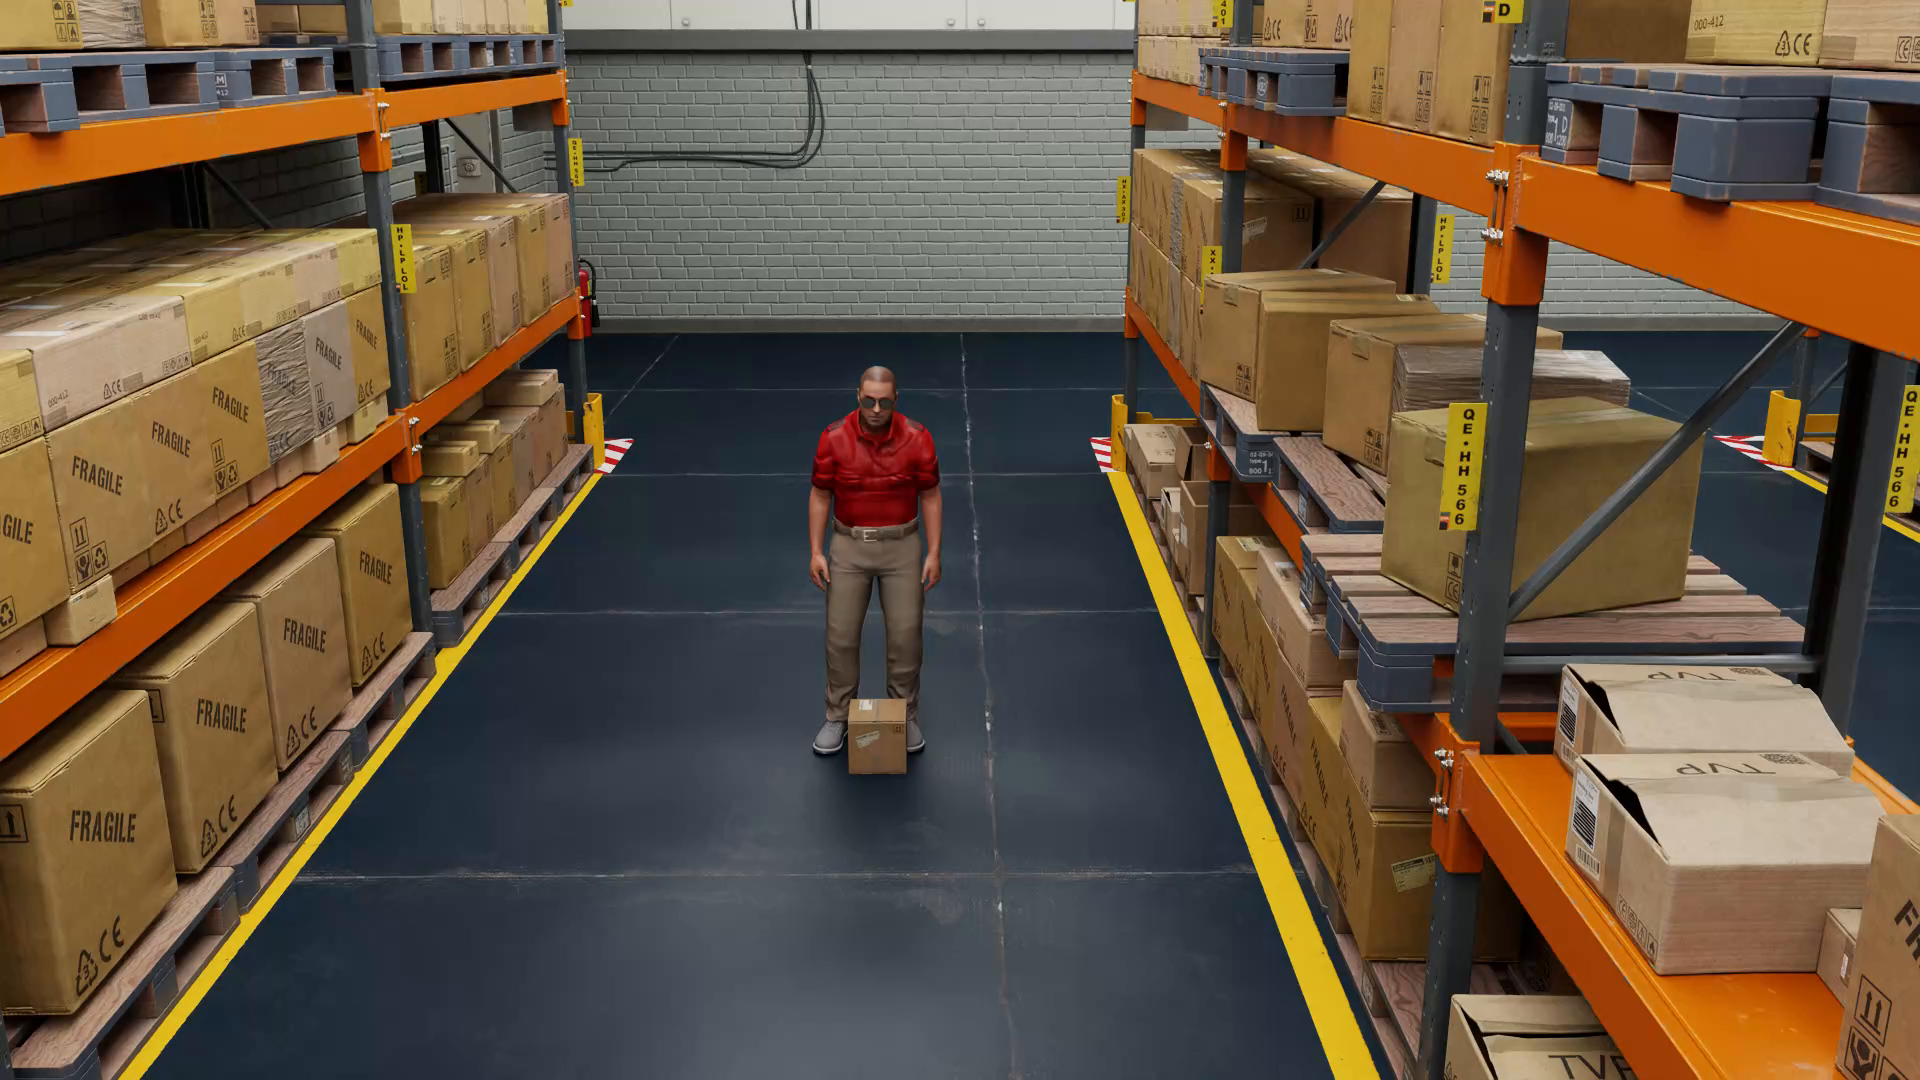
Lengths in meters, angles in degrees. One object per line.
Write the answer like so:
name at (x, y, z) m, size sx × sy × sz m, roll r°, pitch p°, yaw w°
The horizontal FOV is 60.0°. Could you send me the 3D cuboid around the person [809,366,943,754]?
person at (-0.369, 0.078, 7.311) m, size 0.587 × 1.726 × 0.389 m, roll 0°, pitch 17°, yaw -1°
